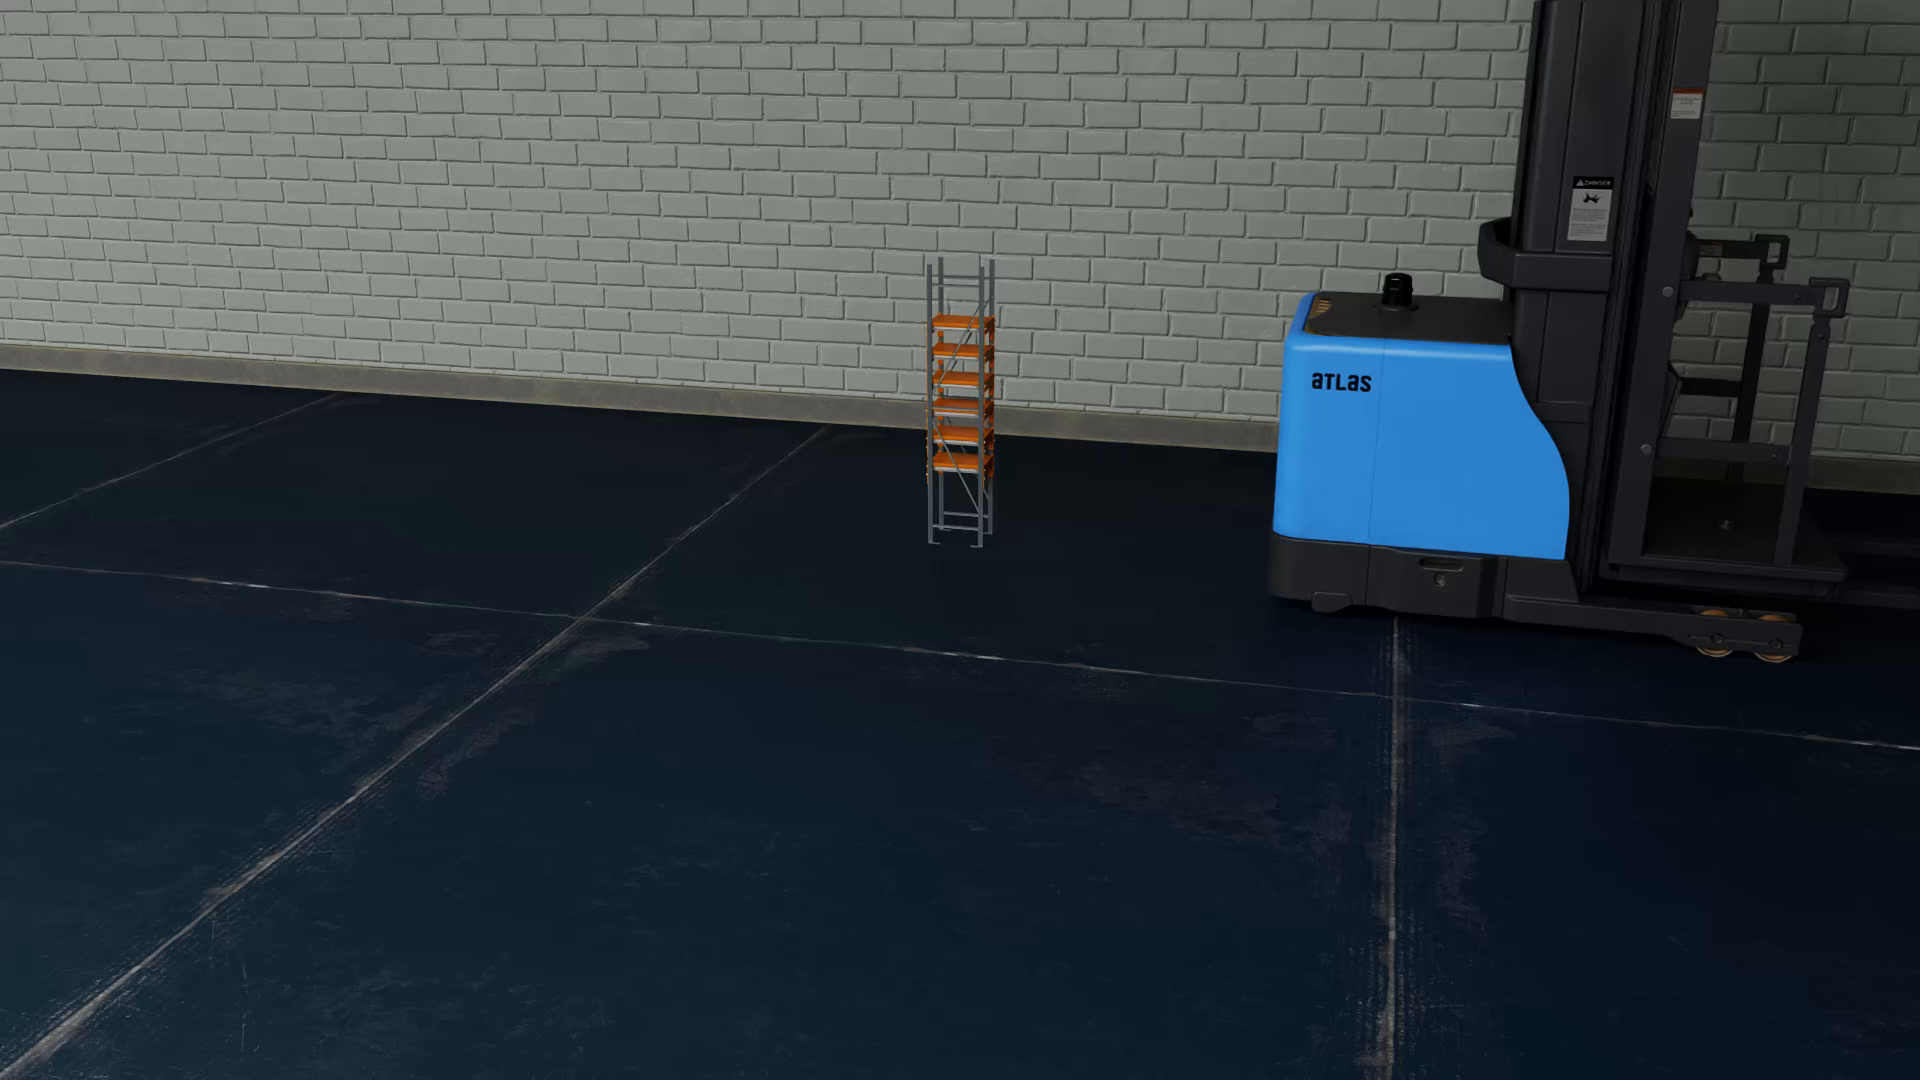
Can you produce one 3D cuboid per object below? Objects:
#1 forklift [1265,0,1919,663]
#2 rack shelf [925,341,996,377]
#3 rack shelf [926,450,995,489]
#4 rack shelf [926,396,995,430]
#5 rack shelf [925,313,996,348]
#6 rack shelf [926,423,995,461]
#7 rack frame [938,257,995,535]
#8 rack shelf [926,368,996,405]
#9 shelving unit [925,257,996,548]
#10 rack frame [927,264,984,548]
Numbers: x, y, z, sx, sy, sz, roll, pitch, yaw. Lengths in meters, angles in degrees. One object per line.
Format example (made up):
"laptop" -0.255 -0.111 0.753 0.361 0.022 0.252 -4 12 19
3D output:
"forklift" 2.753 -1.142 5.995 3.031 2.935 1.130 5 19 14
"rack shelf" 0.004 -0.757 6.944 0.258 0.103 0.180 5 19 13
"rack shelf" 0.004 -0.303 7.099 0.258 0.103 0.180 5 19 13
"rack shelf" 0.004 -0.530 7.021 0.258 0.103 0.180 5 19 13
"rack shelf" 0.004 -0.871 6.905 0.258 0.103 0.180 5 19 13
"rack shelf" 0.004 -0.417 7.060 0.258 0.103 0.180 5 19 13
"rack frame" 0.026 -0.601 7.091 0.240 1.200 0.006 5 19 13
"rack shelf" 0.004 -0.644 6.982 0.258 0.103 0.180 5 19 13
"shelving unit" 0.004 -0.572 7.007 0.258 1.200 0.189 5 19 13
"rack frame" -0.019 -0.544 6.923 0.240 1.200 0.006 5 19 13
